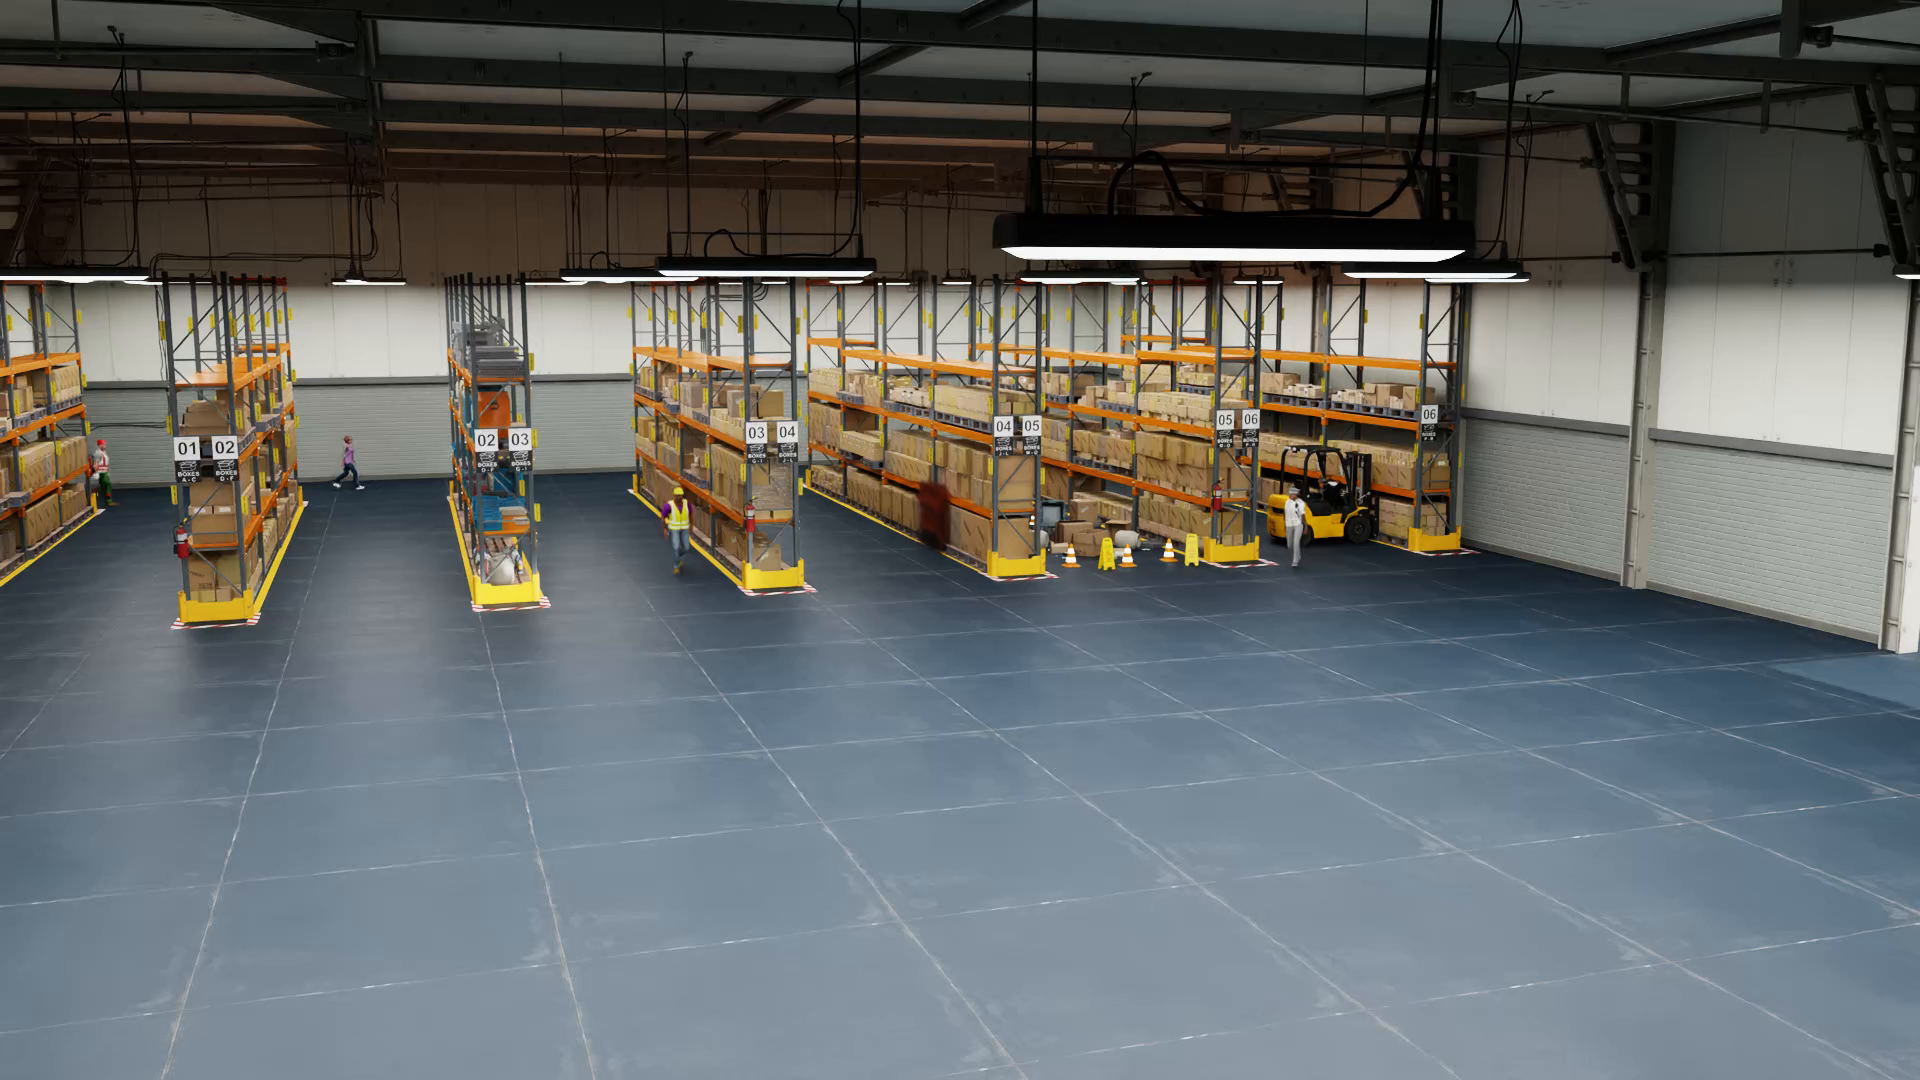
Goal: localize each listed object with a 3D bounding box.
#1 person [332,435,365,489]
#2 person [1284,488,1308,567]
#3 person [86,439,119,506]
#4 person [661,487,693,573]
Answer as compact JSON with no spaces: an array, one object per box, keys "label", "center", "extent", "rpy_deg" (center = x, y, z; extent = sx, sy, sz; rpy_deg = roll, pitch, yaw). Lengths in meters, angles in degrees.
[{"label":"person","center":[-17.493,-2.211,47.494],"extent":[0.931,1.540,0.406],"rpy_deg":[-1,9,-10]},{"label":"person","center":[6.989,-0.290,34.542],"extent":[0.541,1.616,0.807],"rpy_deg":[5,10,29]},{"label":"person","center":[-22.708,-1.772,43.870],"extent":[0.832,1.771,0.514],"rpy_deg":[-4,9,-23]},{"label":"person","center":[-5.762,-0.224,33.842],"extent":[0.659,1.744,0.657],"rpy_deg":[-5,10,-28]}]
